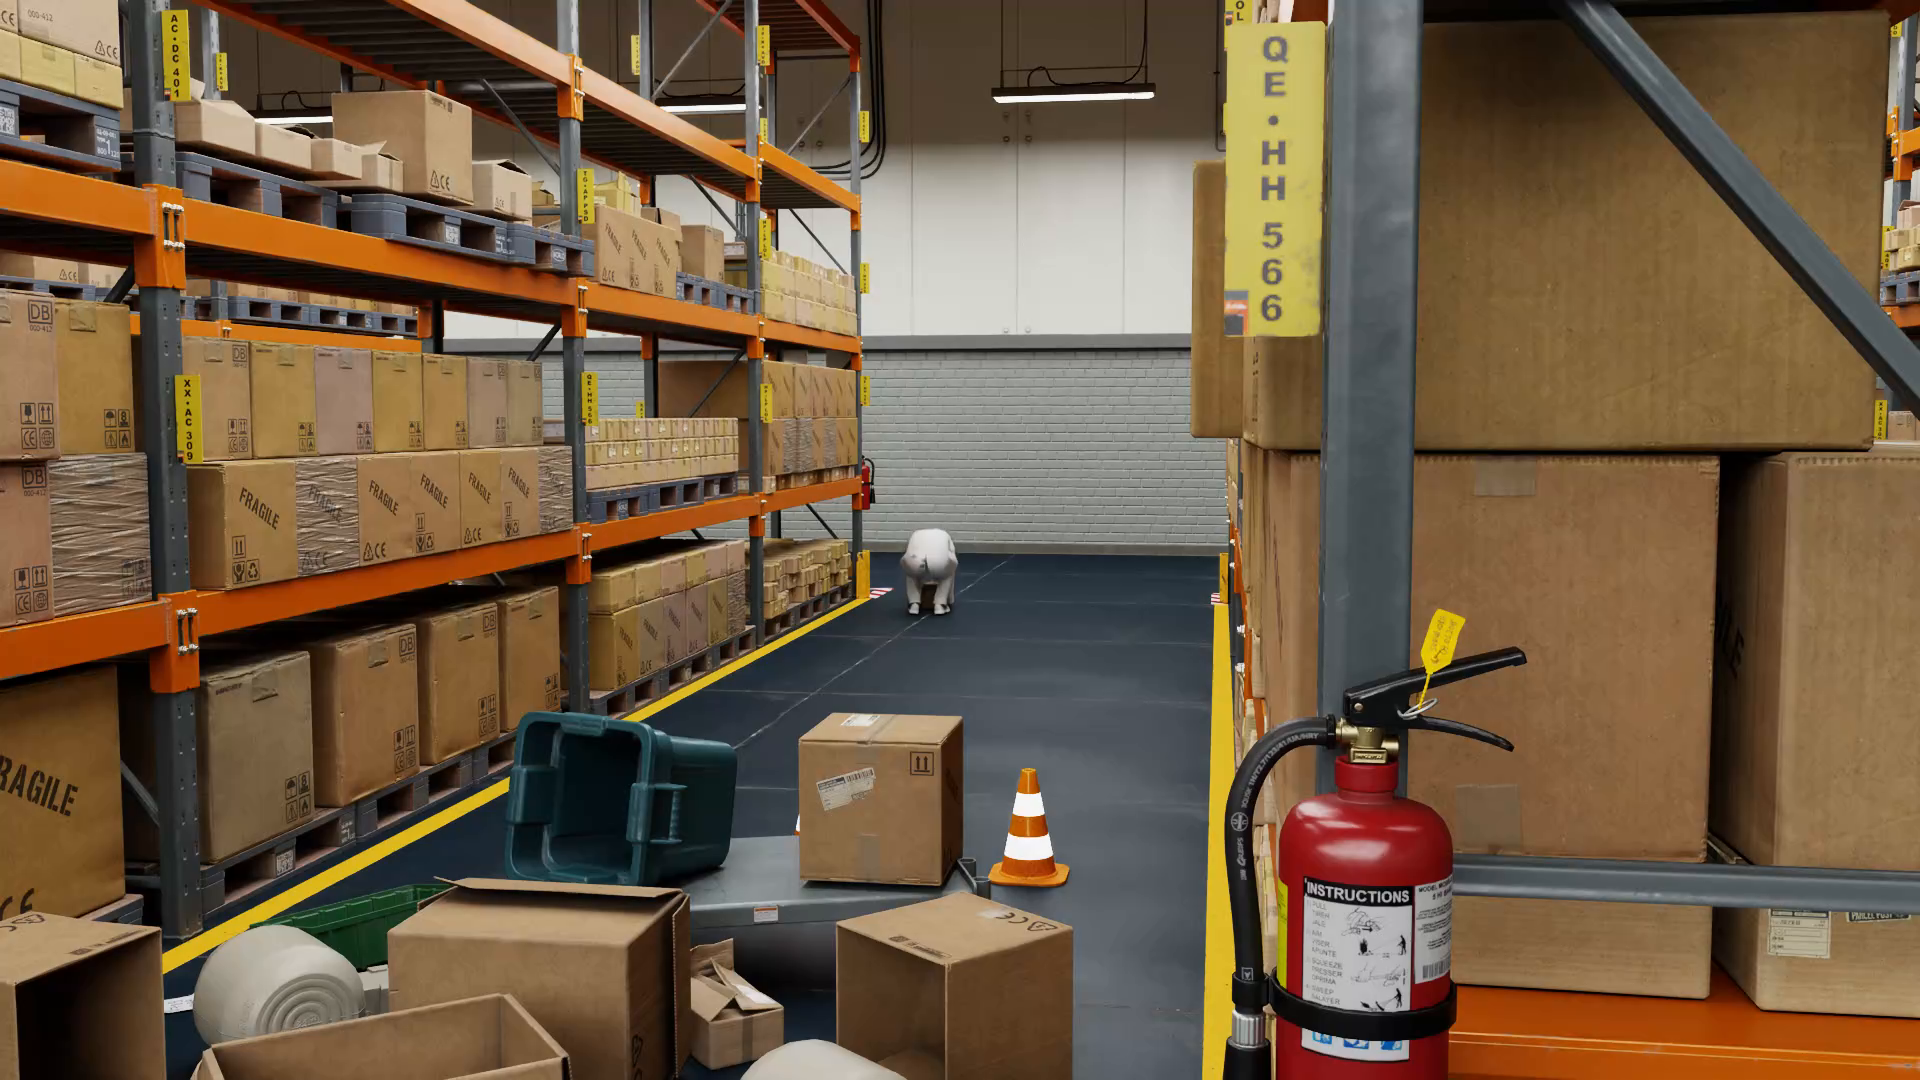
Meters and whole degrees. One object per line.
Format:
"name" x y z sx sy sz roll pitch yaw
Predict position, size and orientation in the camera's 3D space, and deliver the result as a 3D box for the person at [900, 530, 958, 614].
"person" -0.301 0.313 16.764 0.587 0.862 0.953 0 4 5
